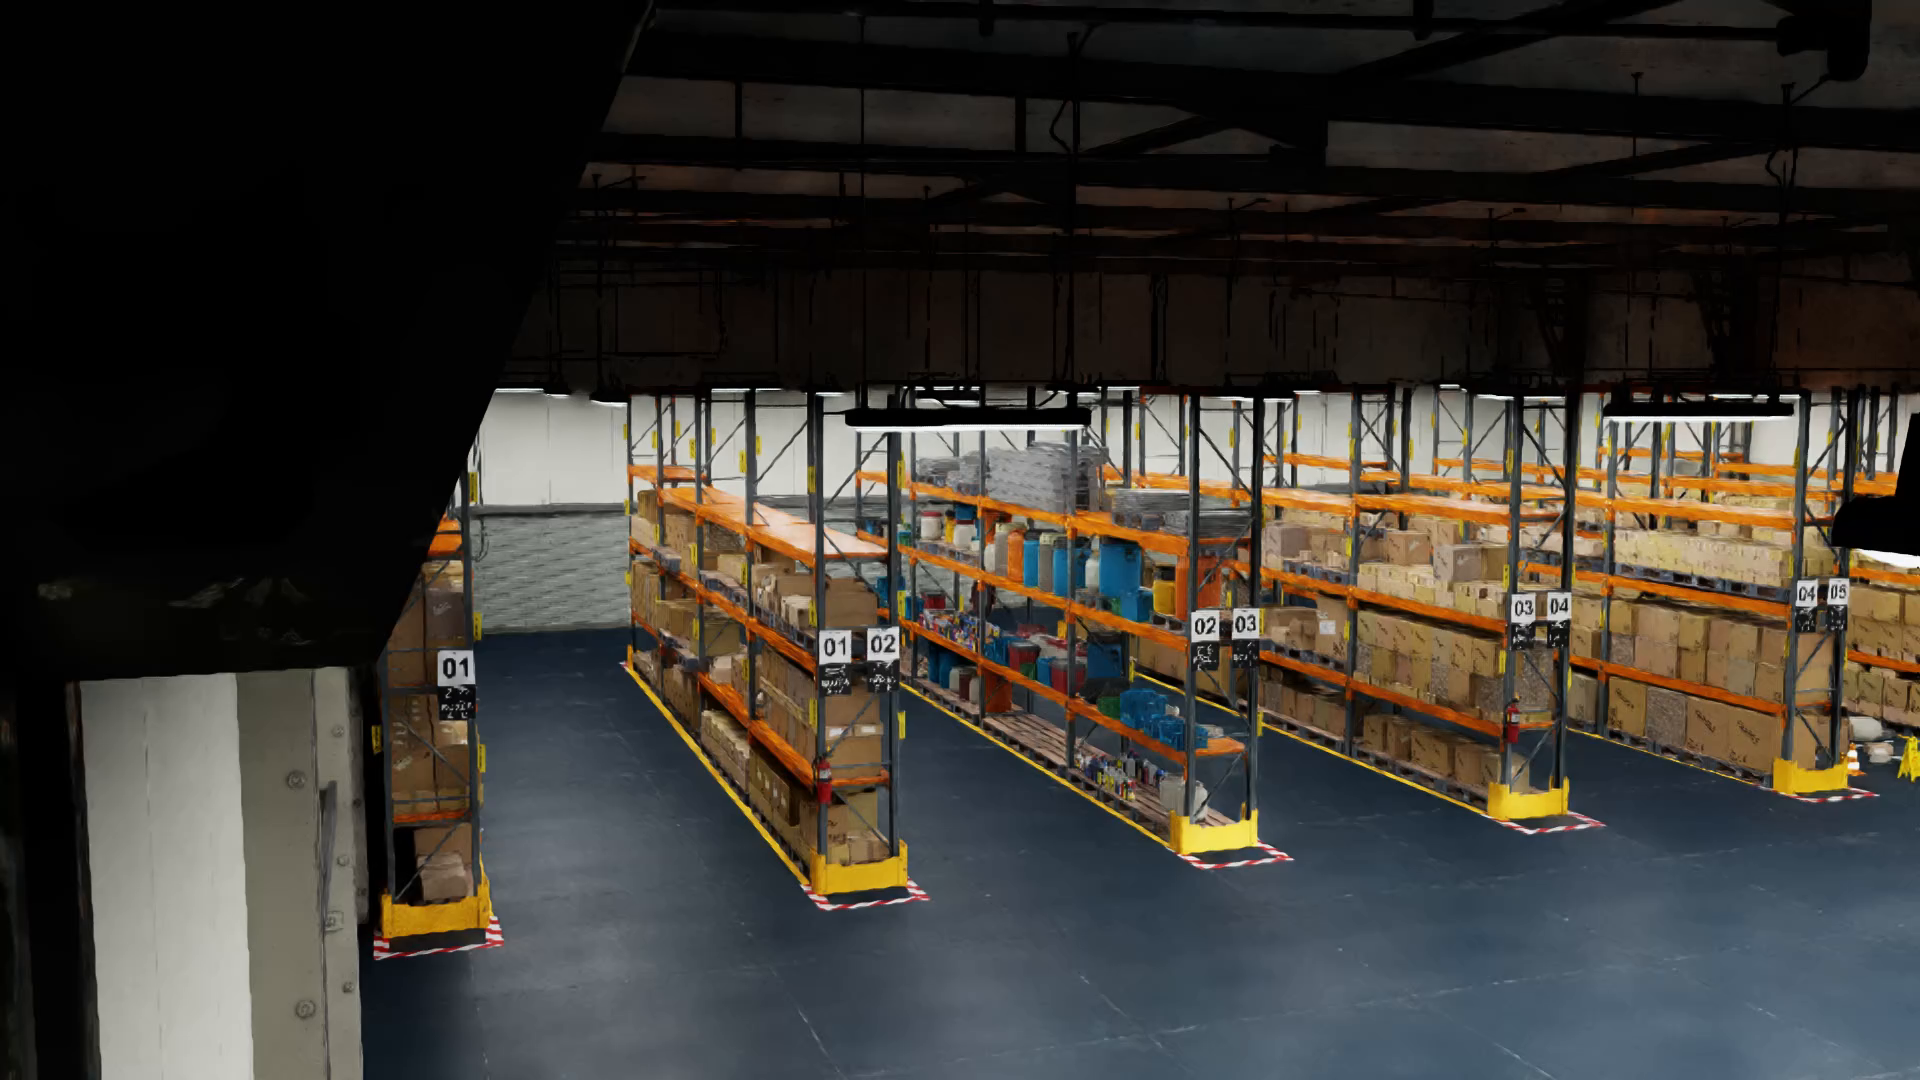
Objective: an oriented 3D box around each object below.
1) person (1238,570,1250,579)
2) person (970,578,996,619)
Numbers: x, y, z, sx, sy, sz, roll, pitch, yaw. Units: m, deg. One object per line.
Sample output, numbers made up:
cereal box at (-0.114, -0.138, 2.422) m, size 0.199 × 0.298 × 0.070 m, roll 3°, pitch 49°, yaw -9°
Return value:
person at (7.296, 1.145, 41.786) m, size 0.615 × 1.768 × 0.629 m, roll 2°, pitch 6°, yaw 16°
person at (0.570, 1.466, 38.846) m, size 0.588 × 1.686 × 1.193 m, roll -2°, pitch 6°, yaw -21°
